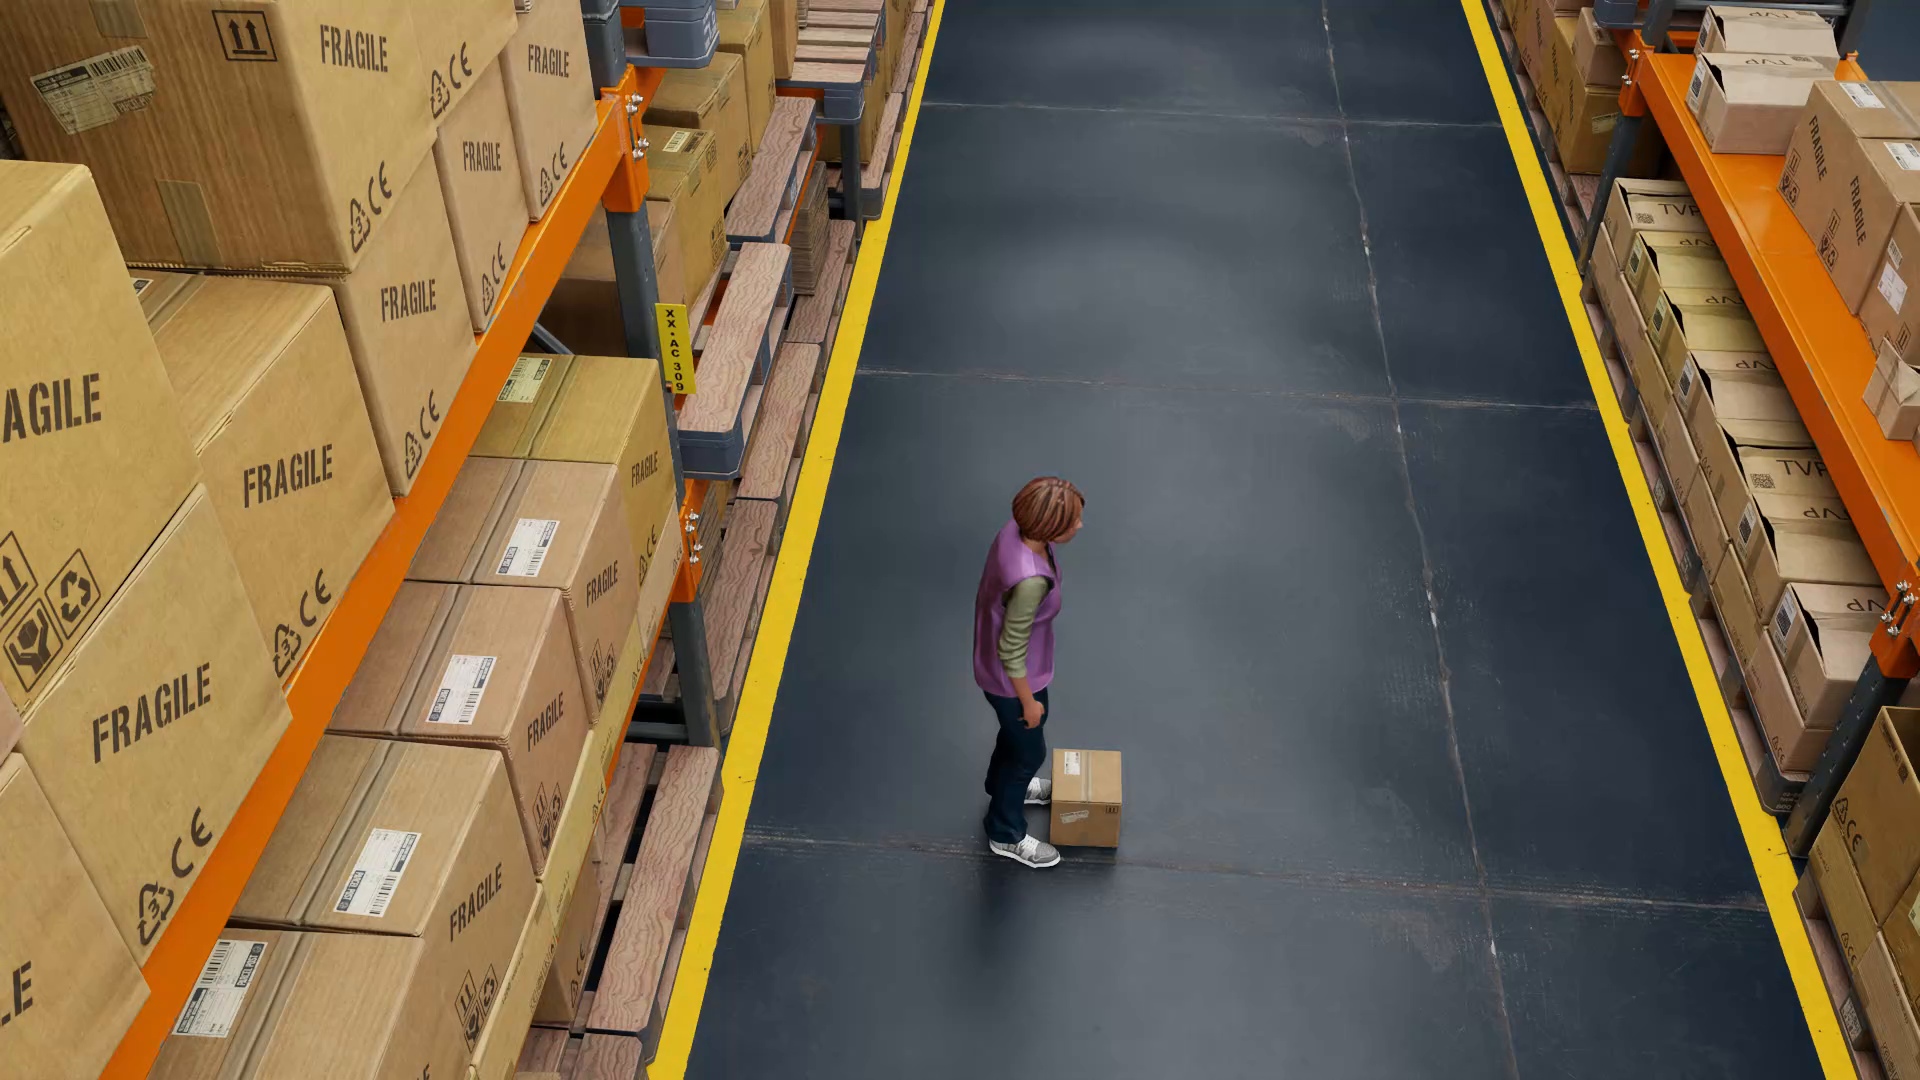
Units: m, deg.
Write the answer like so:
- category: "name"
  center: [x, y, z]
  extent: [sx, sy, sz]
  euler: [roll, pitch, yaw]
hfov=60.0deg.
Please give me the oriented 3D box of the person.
- category: "person"
  center: [0.217, 0.430, 5.664]
  extent: [0.345, 1.592, 0.463]
  euler: [3, 41, 4]
